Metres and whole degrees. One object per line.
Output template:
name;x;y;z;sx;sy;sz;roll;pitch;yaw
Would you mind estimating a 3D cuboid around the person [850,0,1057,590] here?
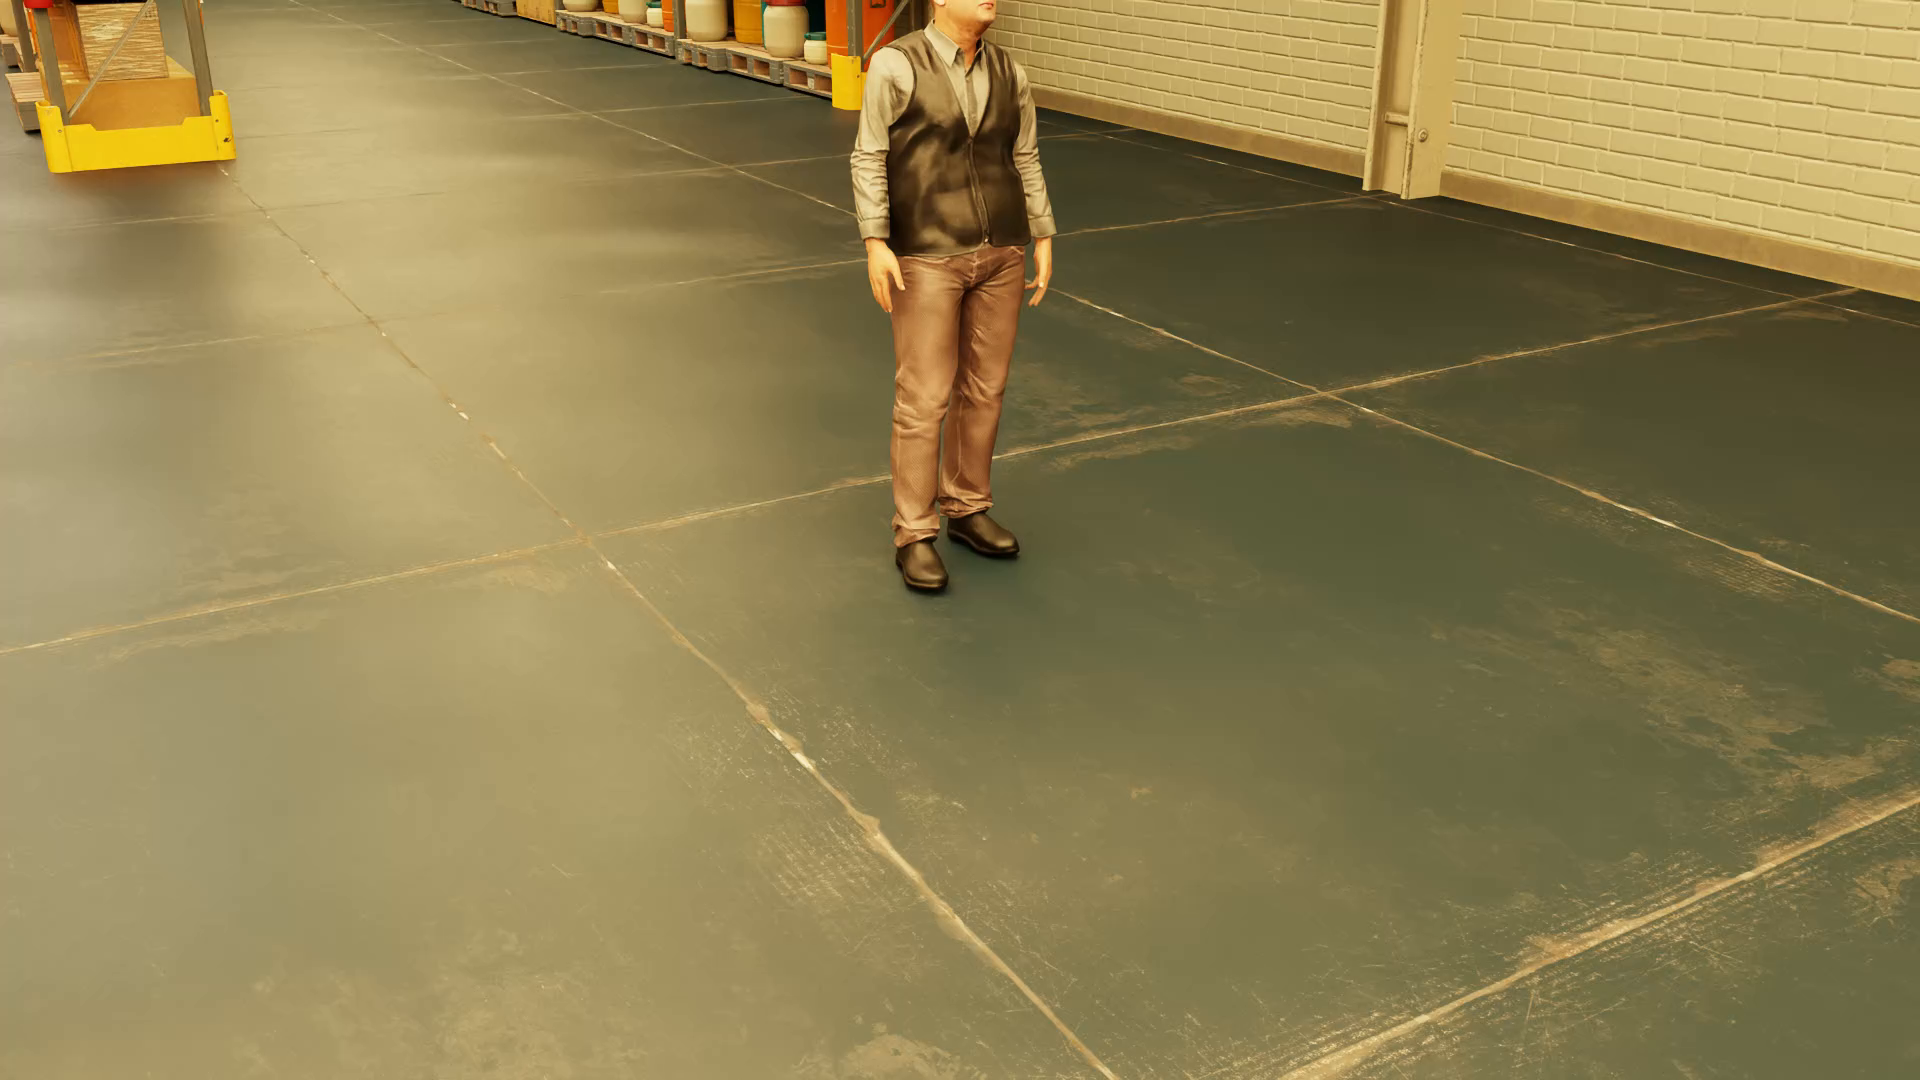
person;0.024;-0.781;4.752;0.632;1.720;0.568;-12;25;-28
